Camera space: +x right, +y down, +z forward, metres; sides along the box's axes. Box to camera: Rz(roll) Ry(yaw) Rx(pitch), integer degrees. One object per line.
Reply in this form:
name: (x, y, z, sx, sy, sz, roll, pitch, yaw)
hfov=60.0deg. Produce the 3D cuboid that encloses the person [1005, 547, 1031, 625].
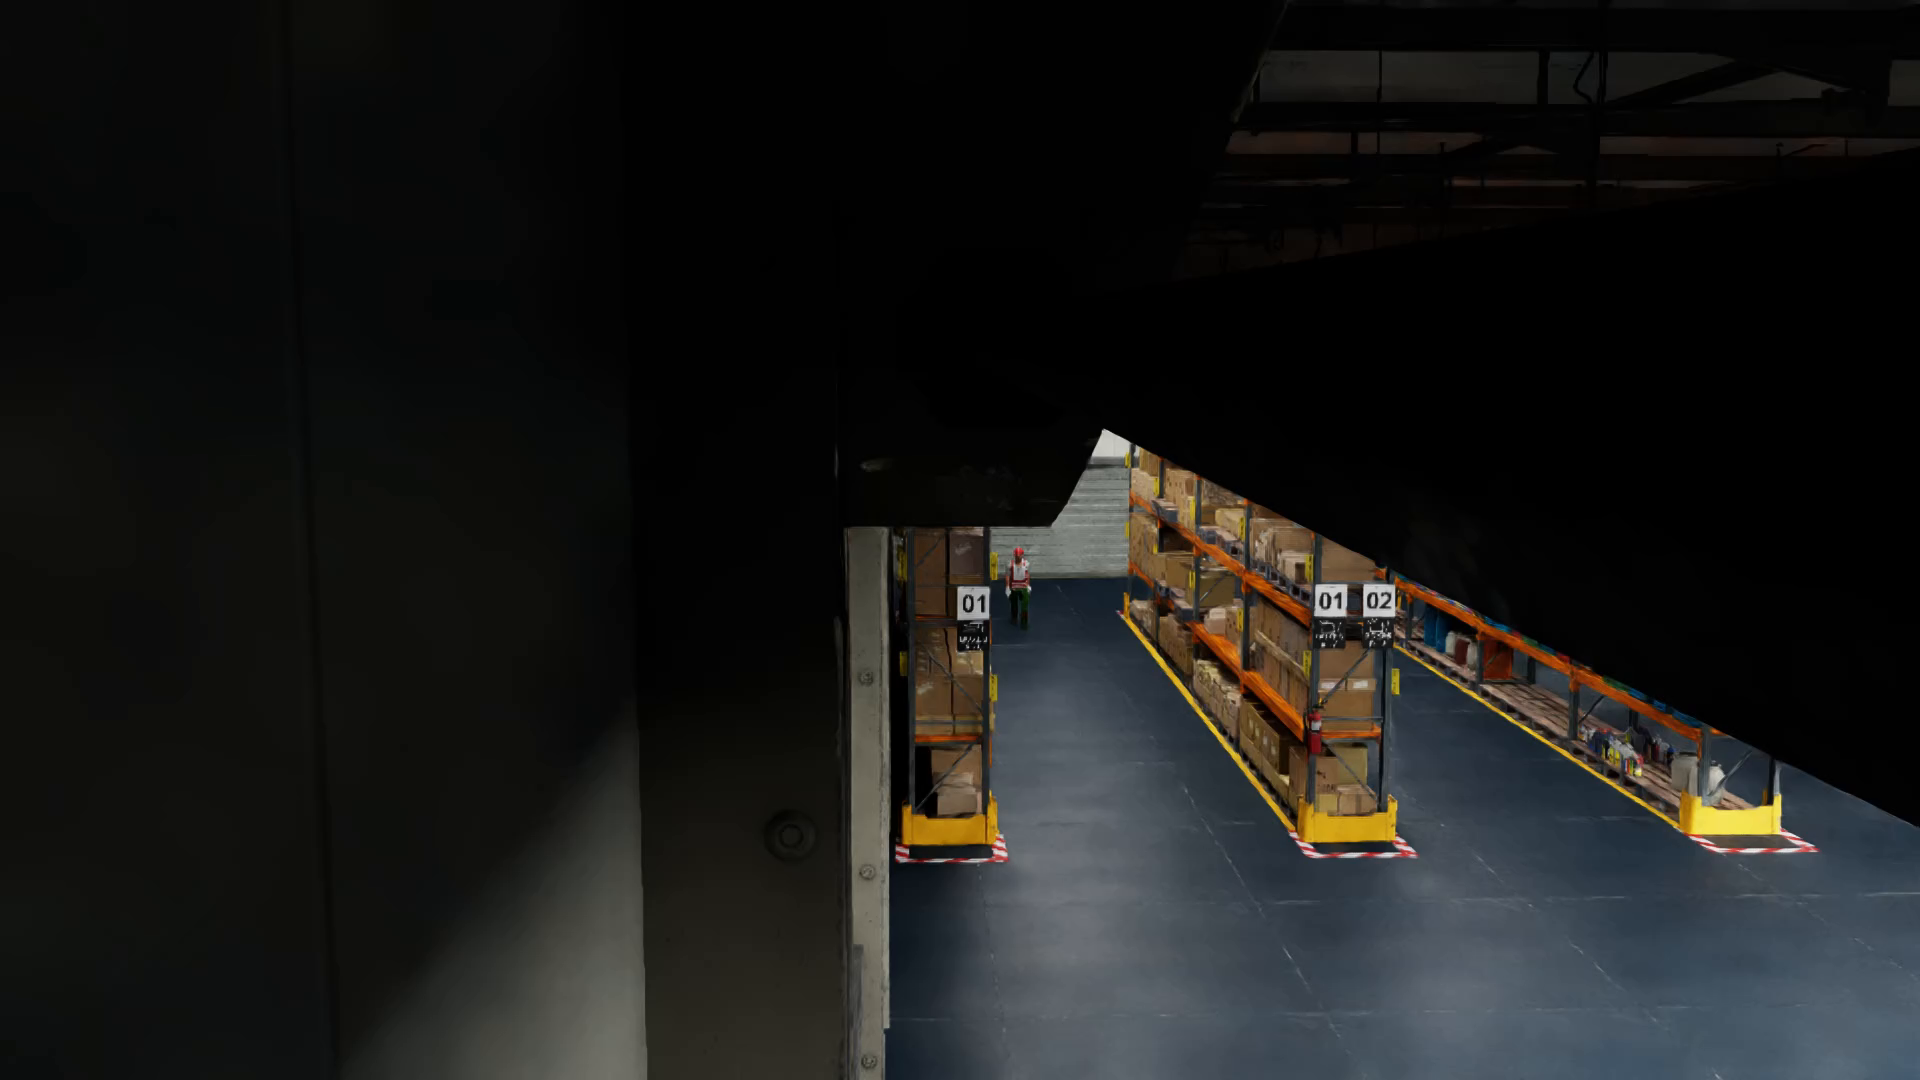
person: (7.883, -0.760, 32.055, 13.879, 5.843, 6.515, 0, 7, 0)

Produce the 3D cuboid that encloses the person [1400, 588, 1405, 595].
person: (10.678, 0.485, 39.314, 0.439, 1.657, 0.653, 5, 9, 34)

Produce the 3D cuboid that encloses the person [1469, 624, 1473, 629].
person: (10.170, 1.150, 33.679, 0.680, 1.748, 0.623, -5, 9, -35)
